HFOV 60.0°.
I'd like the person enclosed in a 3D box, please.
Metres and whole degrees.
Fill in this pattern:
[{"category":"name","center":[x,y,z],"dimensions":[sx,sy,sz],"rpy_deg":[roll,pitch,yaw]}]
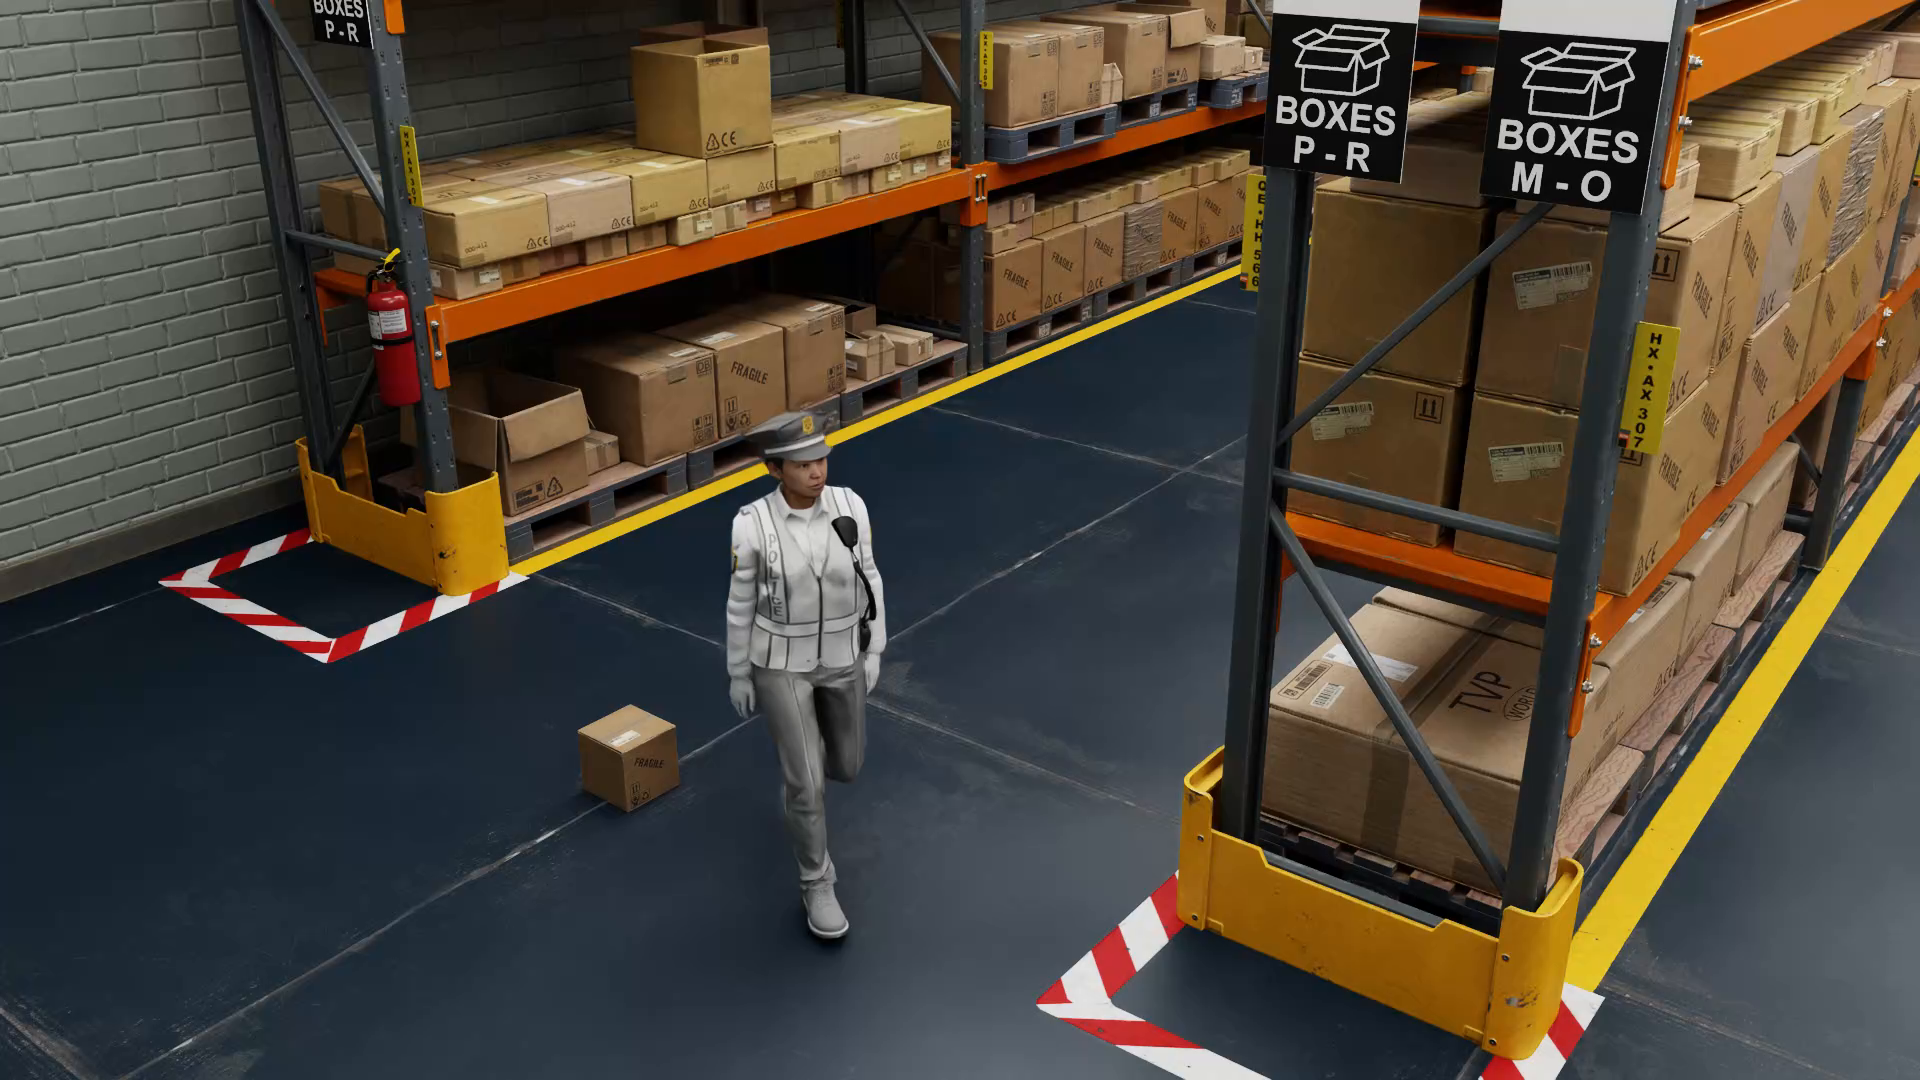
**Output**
[{"category":"person","center":[-0.483,0.353,5.232],"dimensions":[0.509,1.658,0.773],"rpy_deg":[-10,26,-22]}]
